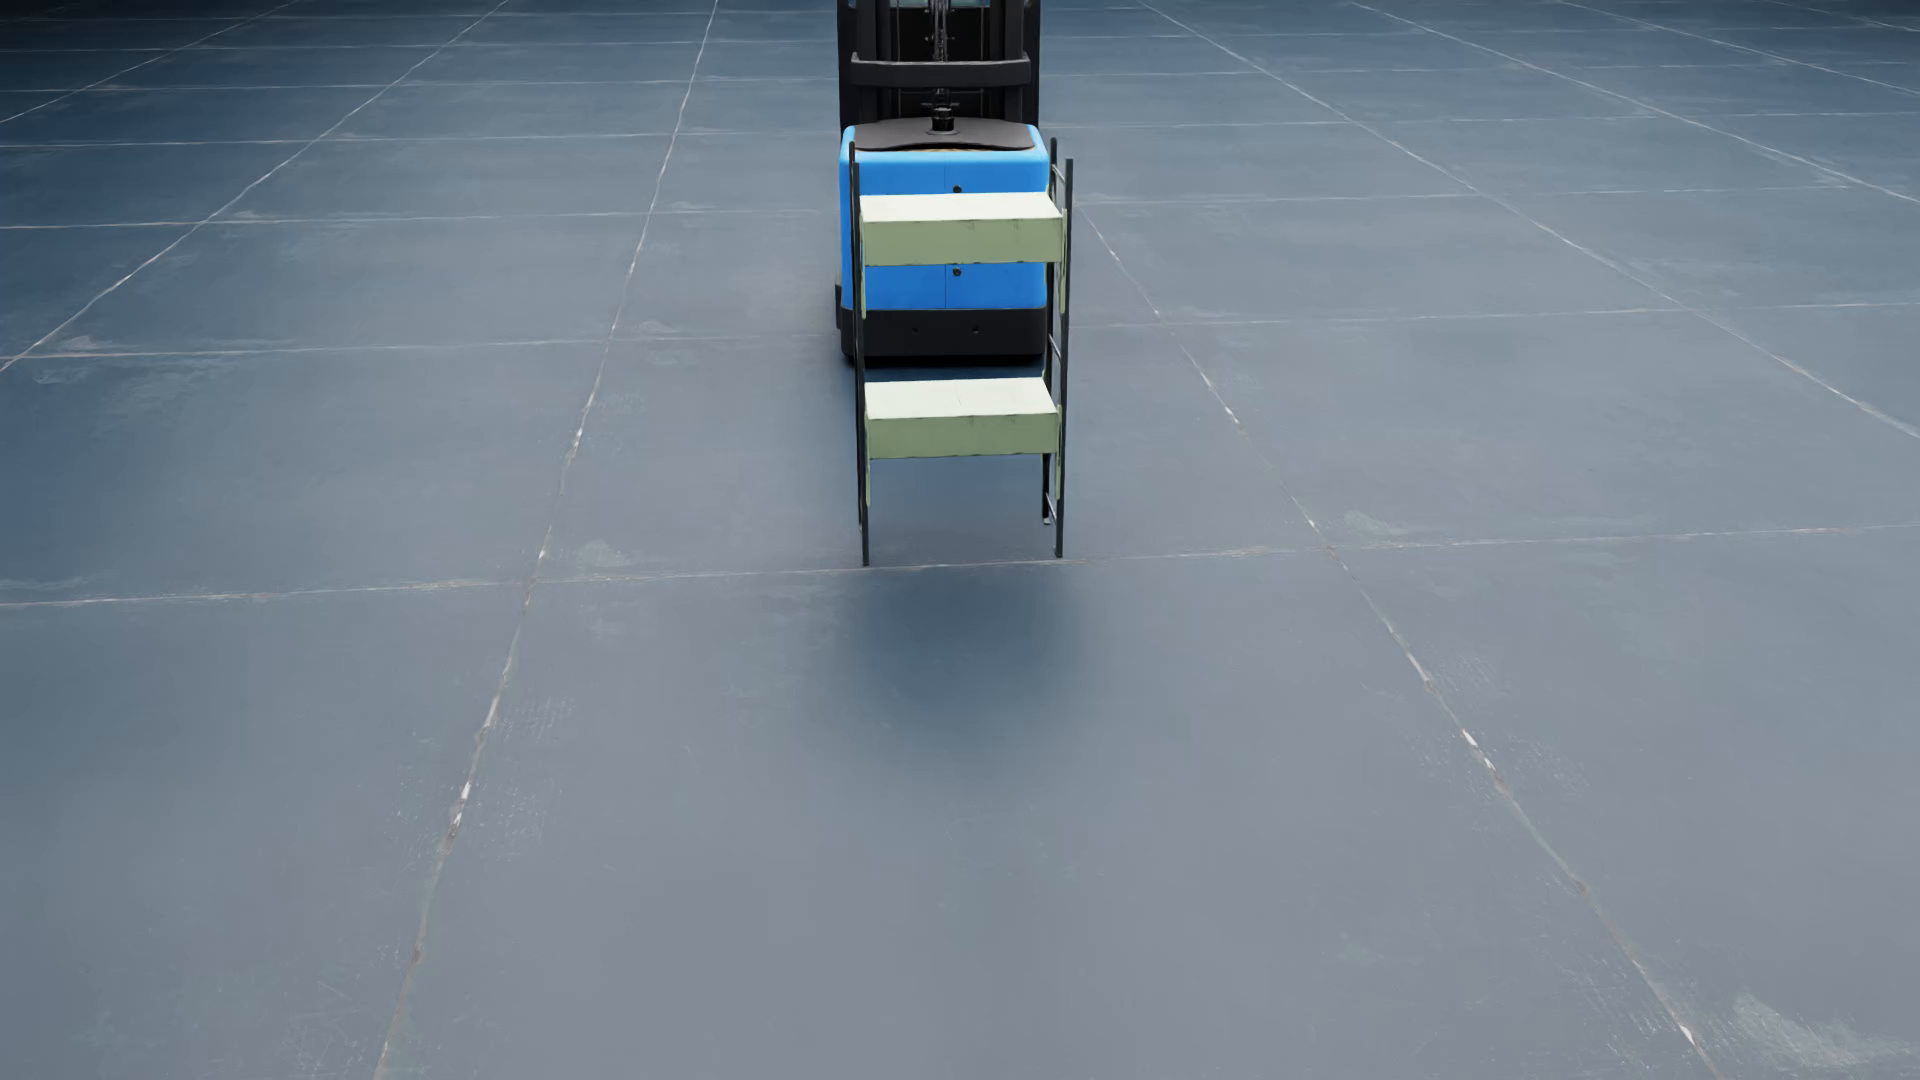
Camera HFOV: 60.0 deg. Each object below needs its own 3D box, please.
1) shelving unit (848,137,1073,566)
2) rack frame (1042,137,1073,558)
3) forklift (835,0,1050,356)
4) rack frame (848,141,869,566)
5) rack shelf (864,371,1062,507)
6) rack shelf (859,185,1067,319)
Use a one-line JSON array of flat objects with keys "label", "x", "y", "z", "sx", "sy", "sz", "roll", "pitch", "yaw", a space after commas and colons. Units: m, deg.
[{"label": "shelving unit", "x": -0.007, "y": -0.685, "z": 6.138, "sx": 0.755, "sy": 1.500, "sz": 0.431, "roll": -2, "pitch": 24, "yaw": -5}, {"label": "rack frame", "x": 0.358, "y": -0.700, "z": 6.170, "sx": 0.023, "sy": 1.500, "sz": 0.400, "roll": -2, "pitch": 24, "yaw": -5}, {"label": "forklift", "x": -0.122, "y": -2.813, "z": 9.163, "sx": 1.130, "sy": 2.935, "sz": 3.031, "roll": -1, "pitch": 24, "yaw": -2}, {"label": "rack frame", "x": -0.371, "y": -0.670, "z": 6.105, "sx": 0.023, "sy": 1.500, "sz": 0.400, "roll": -2, "pitch": 24, "yaw": -5}, {"label": "rack shelf", "x": -0.007, "y": -0.387, "z": 6.270, "sx": 0.720, "sy": 0.370, "sz": 0.431, "roll": -2, "pitch": 24, "yaw": -5}, {"label": "rack shelf", "x": -0.007, "y": -1.042, "z": 5.979, "sx": 0.720, "sy": 0.370, "sz": 0.431, "roll": -2, "pitch": 24, "yaw": -5}]
